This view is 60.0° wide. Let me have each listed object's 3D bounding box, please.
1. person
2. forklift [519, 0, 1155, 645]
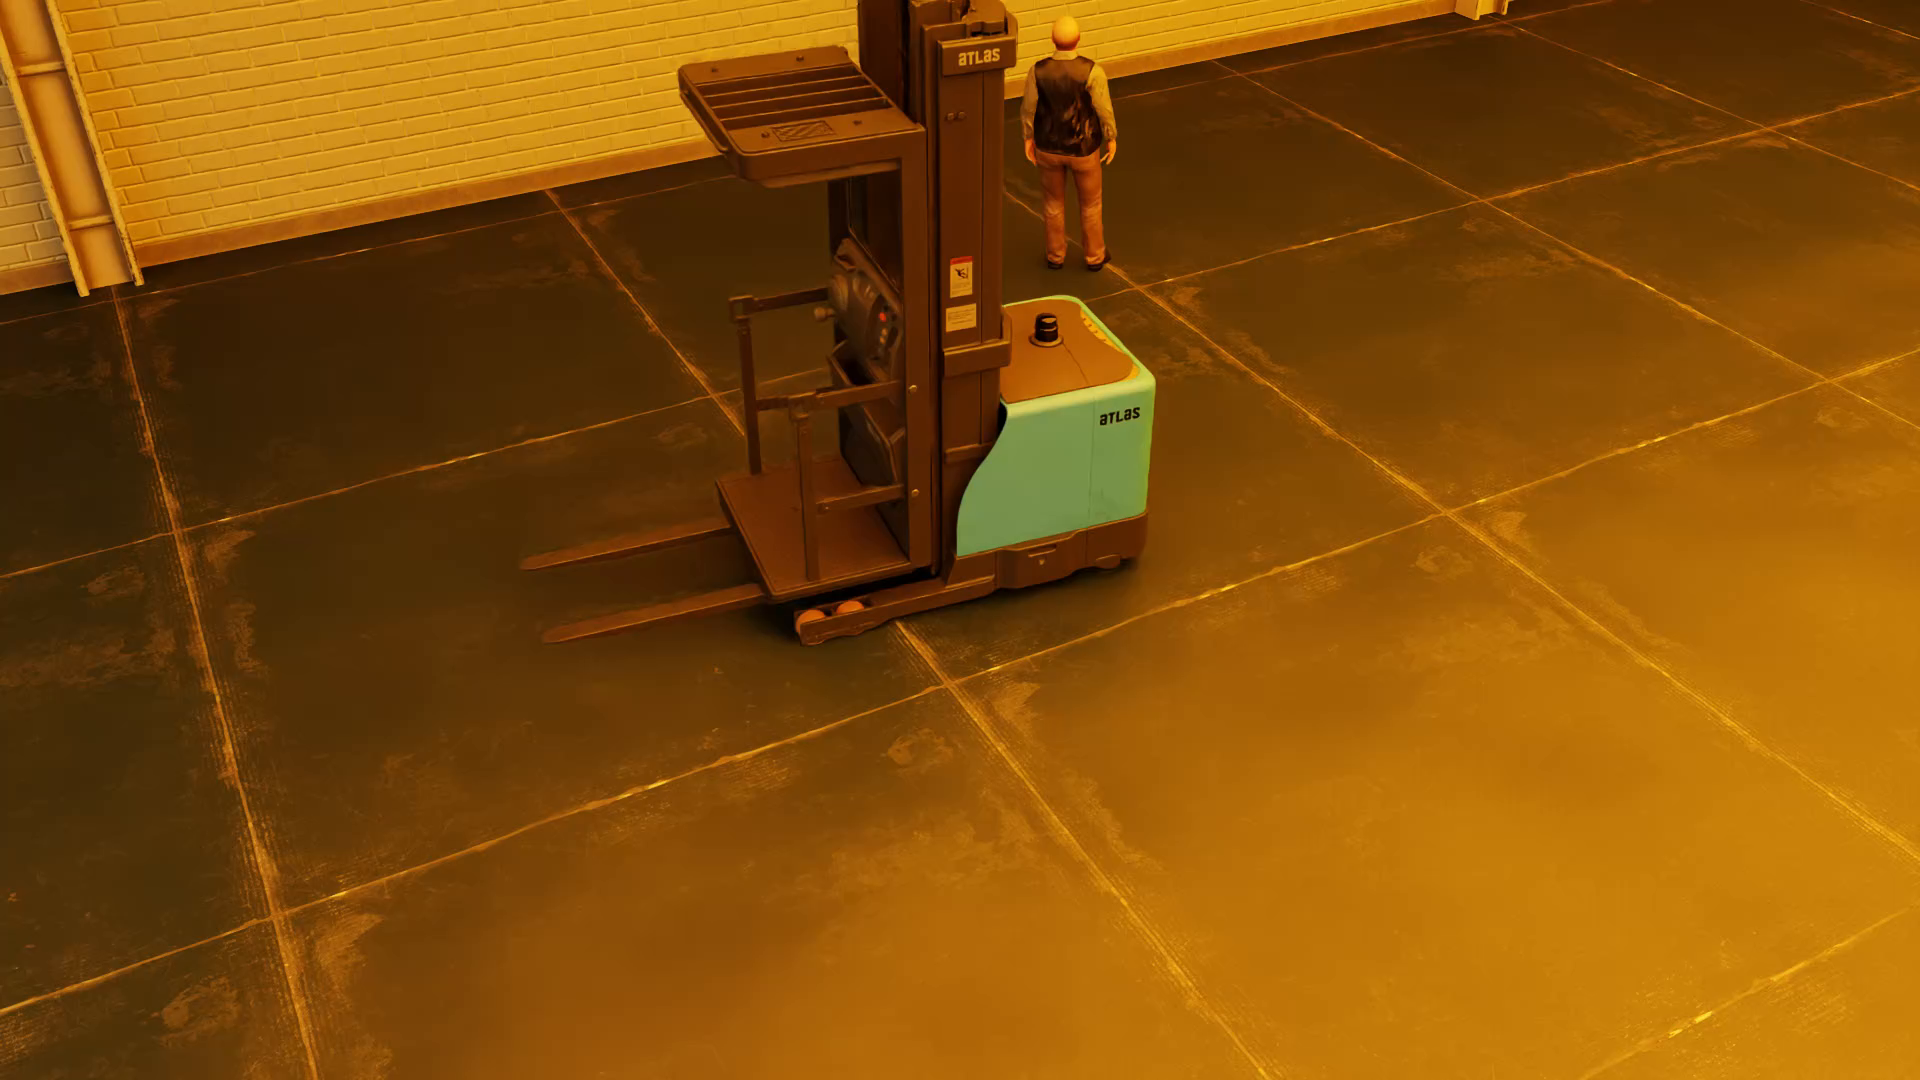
[{"bbox_3d":[0.713,-2.565,10.802,0.619,1.732,0.528,8,36,12],"label":"person"},{"bbox_3d":[-0.621,-1.041,7.596,3.031,2.935,1.130,-13,37,-17],"label":"forklift"}]
